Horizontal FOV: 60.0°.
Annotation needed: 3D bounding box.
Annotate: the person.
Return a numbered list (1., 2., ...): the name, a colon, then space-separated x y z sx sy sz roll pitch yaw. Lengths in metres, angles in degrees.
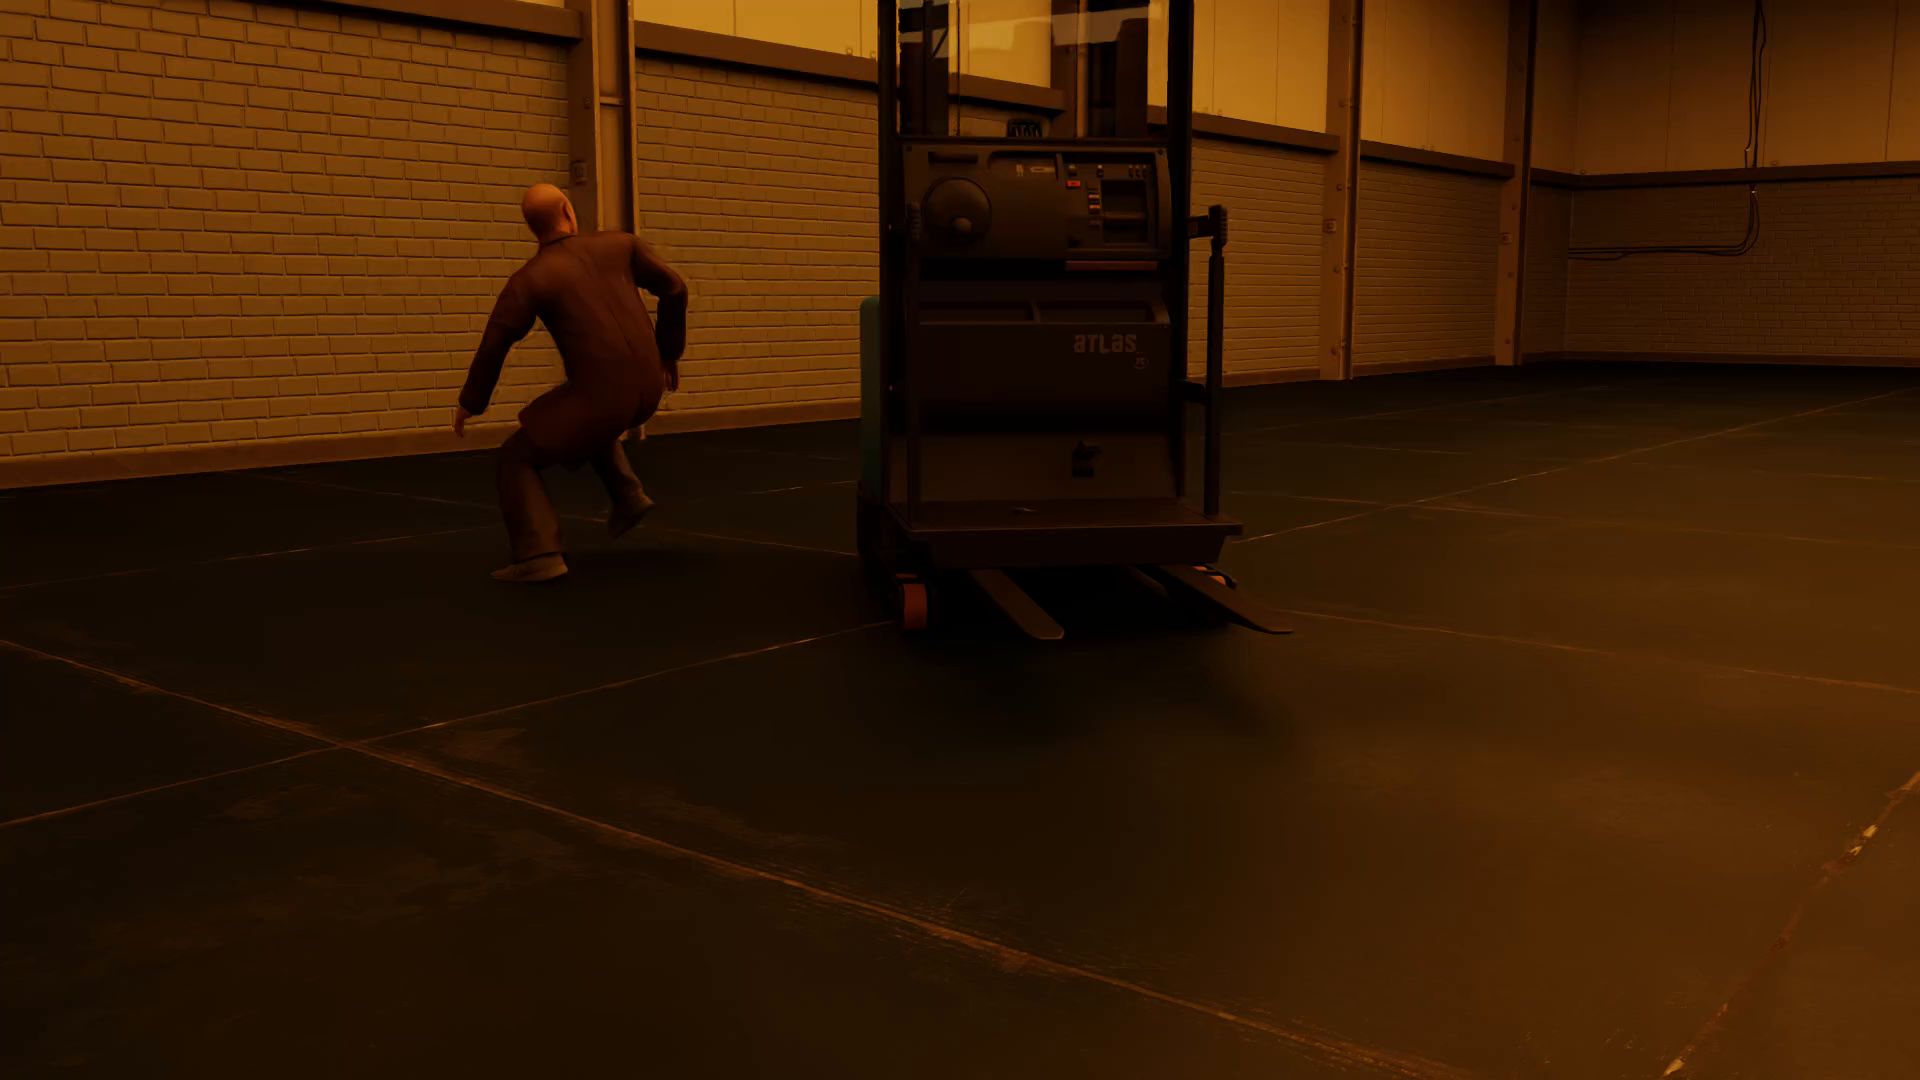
1. person: -1.520 -0.613 6.567 0.675 1.537 0.830 7 11 39

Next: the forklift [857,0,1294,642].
1. forklift: 0.300 -1.205 5.518 1.130 2.935 3.031 -1 8 -8
